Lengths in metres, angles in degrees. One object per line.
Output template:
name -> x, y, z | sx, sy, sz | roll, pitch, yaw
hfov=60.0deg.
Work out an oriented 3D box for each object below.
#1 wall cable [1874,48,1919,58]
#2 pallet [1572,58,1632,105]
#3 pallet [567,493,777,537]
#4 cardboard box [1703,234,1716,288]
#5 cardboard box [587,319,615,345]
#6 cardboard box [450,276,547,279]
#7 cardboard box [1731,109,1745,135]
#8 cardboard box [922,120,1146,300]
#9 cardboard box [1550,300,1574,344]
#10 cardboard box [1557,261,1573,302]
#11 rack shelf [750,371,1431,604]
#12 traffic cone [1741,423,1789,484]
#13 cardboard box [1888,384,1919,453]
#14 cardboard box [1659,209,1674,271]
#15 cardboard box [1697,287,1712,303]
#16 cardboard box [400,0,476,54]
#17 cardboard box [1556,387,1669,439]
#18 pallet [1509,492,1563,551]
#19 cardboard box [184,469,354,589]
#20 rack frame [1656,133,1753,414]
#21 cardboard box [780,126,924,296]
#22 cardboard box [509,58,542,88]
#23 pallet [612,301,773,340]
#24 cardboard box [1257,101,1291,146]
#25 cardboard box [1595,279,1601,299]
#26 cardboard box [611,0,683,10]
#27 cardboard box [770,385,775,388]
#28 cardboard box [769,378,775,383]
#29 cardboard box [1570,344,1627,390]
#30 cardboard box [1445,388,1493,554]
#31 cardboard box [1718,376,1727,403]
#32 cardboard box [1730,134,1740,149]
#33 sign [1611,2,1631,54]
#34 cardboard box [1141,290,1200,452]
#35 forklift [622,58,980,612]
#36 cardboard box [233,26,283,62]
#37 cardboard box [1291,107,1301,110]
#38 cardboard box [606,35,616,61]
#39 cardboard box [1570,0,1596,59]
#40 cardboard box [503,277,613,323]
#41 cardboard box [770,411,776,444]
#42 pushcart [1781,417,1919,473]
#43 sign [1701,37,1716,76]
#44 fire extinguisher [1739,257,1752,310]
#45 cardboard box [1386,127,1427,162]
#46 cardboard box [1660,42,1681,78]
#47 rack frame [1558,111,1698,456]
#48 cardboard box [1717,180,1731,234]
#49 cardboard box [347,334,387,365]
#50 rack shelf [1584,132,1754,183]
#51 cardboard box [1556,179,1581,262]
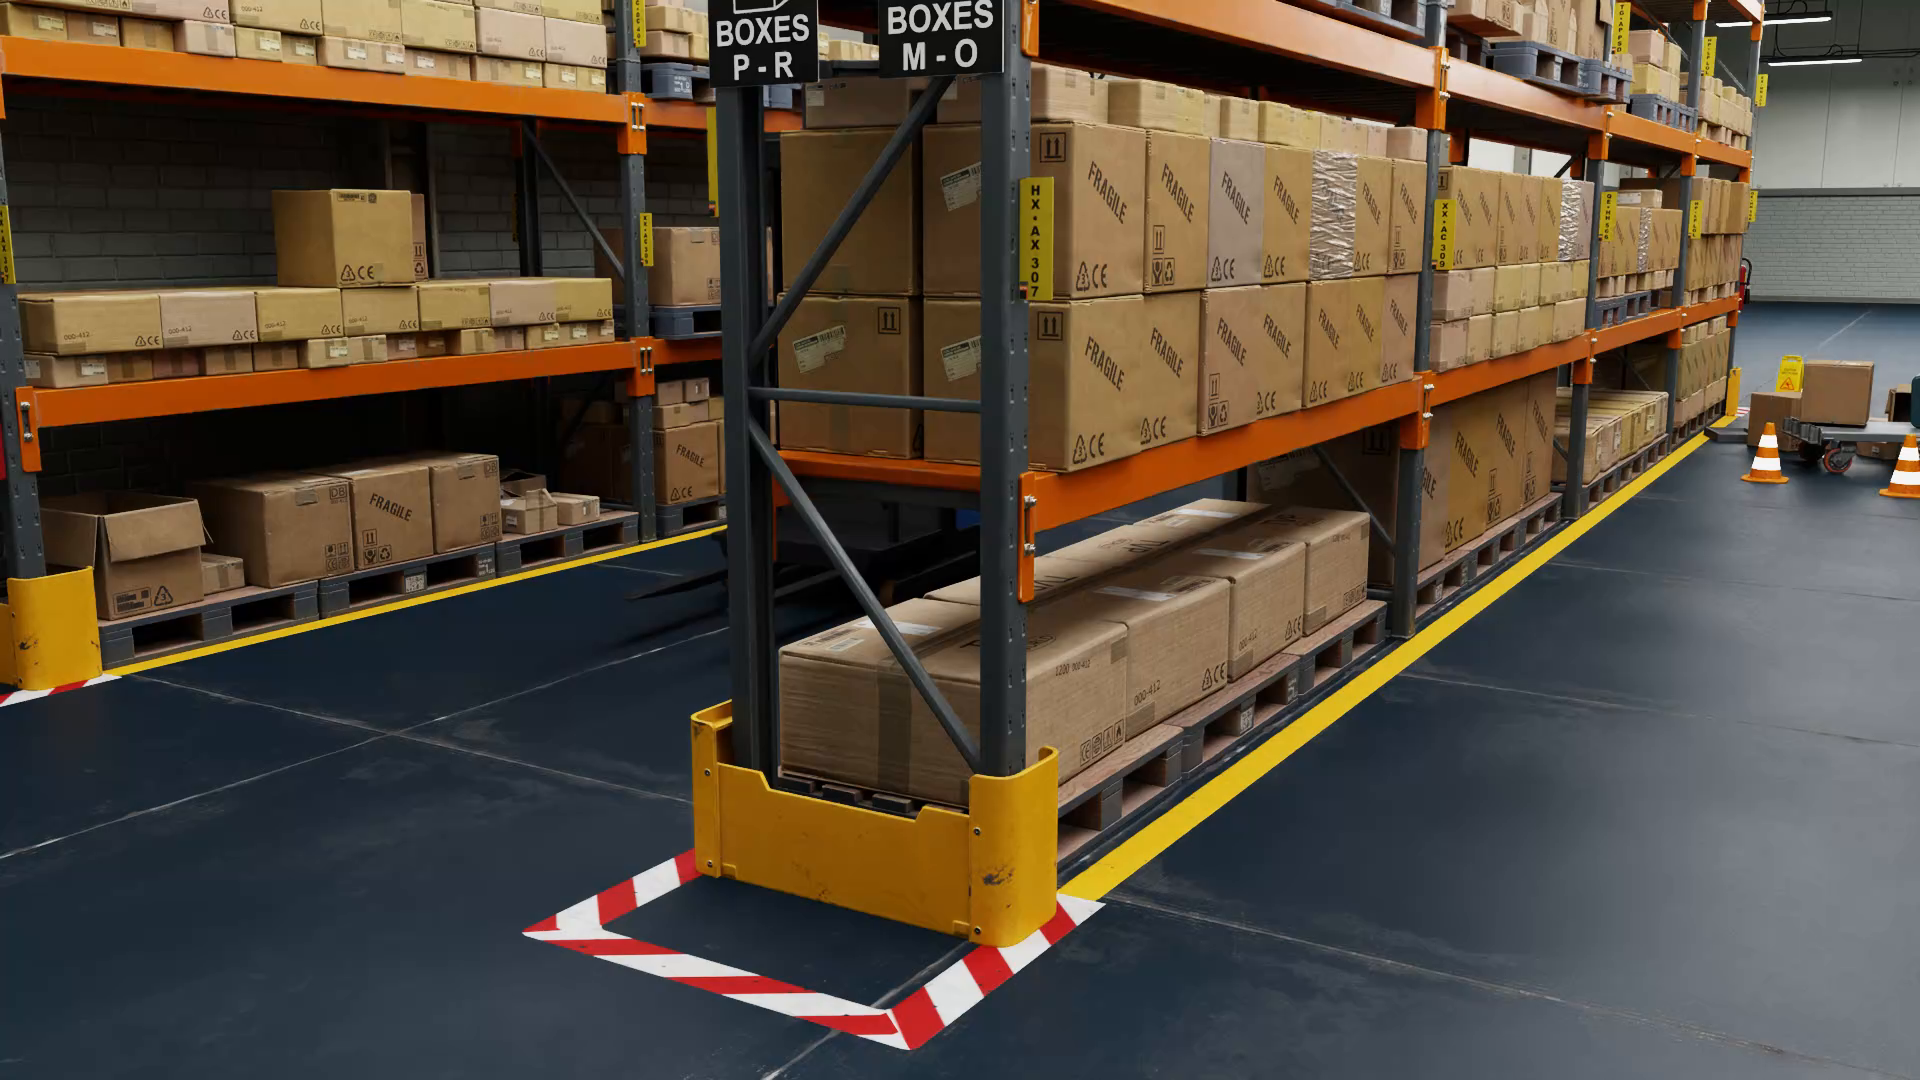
wall cable -> 25.858, -14.011, 43.605 | 3.097, 2.526, 0.112 | 6, 12, 31
pallet -> 3.599, -2.936, 10.760 | 1.213, 0.211, 1.003 | 7, 13, 33
pallet -> -2.043, -0.266, 11.716 | 1.003, 0.211, 1.213 | 6, 12, 31
cardboard box -> 6.944, -2.686, 15.987 | 0.500, 0.500, 0.500 | 6, 12, 30
cardboard box -> -2.382, -1.307, 10.383 | 0.380, 0.149, 0.250 | 7, 12, 31
cardboard box -> -2.920, -1.525, 10.465 | 0.500, 0.250, 0.500 | 6, 12, 30
cardboard box -> 7.733, -4.282, 17.035 | 0.500, 0.250, 0.500 | 6, 12, 30
cardboard box -> 0.228, -0.991, 5.023 | 0.500, 0.500, 0.500 | 6, 12, 29
cardboard box -> 3.596, -1.401, 10.606 | 0.500, 0.250, 0.500 | 7, 12, 32
cardboard box -> 3.591, -1.651, 10.586 | 0.500, 0.250, 0.500 | 6, 12, 29
rack shelf -> 0.773, -0.363, 6.613 | 1.077, 0.370, 4.000 | 6, 12, 31
traffic cone -> 6.518, -0.714, 13.425 | 0.336, 0.463, 0.334 | 6, 12, 31
cardboard box -> 8.815, -1.092, 14.967 | 0.797, 0.637, 0.503 | 6, 12, 31
cardboard box -> 5.665, -2.519, 13.950 | 0.500, 0.500, 0.500 | 6, 12, 31
cardboard box -> 7.075, -2.385, 16.141 | 0.380, 0.149, 0.250 | 6, 12, 31
cardboard box -> -3.006, -2.790, 9.067 | 0.500, 0.250, 0.500 | 7, 13, 32
cardboard box -> 5.695, -1.122, 14.709 | 0.950, 0.372, 0.625 | 7, 12, 31
pallet -> 3.415, -0.173, 11.220 | 1.003, 0.211, 1.213 | 6, 12, 31
cardboard box -> -3.634, -0.072, 8.751 | 0.700, 0.500, 0.500 | 7, 13, 33
rack frame -> 8.042, -2.919, 18.308 | 1.000, 3.000, 0.127 | 6, 12, 31
cardboard box -> -0.218, -1.042, 5.292 | 0.500, 0.500, 0.500 | 7, 13, 33
cardboard box -> -2.643, -2.692, 9.626 | 0.380, 0.149, 0.250 | 7, 13, 33
pallet -> -1.924, -1.526, 11.390 | 1.003, 0.211, 1.213 | 6, 12, 31
cardboard box -> 0.997, -1.531, 6.144 | 0.380, 0.149, 0.250 | 6, 12, 29
cardboard box -> 4.391, -1.818, 11.970 | 0.380, 0.149, 0.250 | 6, 12, 27
cardboard box -> -1.978, -3.475, 10.465 | 0.396, 0.266, 0.258 | 6, 12, 30
cardboard box -> -1.395, -1.044, 12.183 | 0.380, 0.149, 0.250 | 7, 13, 33
cardboard box -> -1.519, -1.170, 12.856 | 0.380, 0.149, 0.250 | 6, 12, 31
cardboard box -> 6.043, -1.632, 15.727 | 0.500, 0.500, 0.500 | 6, 12, 30
cardboard box -> 2.527, -0.441, 9.708 | 0.875, 0.875, 0.875 | 7, 13, 32
cardboard box -> 7.840, -1.617, 17.685 | 0.500, 0.250, 0.500 | 6, 12, 30
cardboard box -> 7.827, -4.106, 17.181 | 0.380, 0.149, 0.250 | 7, 13, 32
sign -> 4.358, -3.374, 10.966 | 0.100, 0.325, 0.005 | 6, 12, 31
cardboard box -> 0.468, -0.582, 5.553 | 0.500, 0.500, 0.500 | 6, 12, 30
forklift -> -0.675, -1.159, 9.094 | 1.130, 2.935, 3.031 | 5, 12, 26
cardboard box -> -3.537, -2.409, 8.113 | 0.380, 0.149, 0.250 | 6, 12, 31
cardboard box -> 3.776, -5.079, 20.008 | 0.500, 0.500, 0.500 | 7, 13, 33
cardboard box -> -2.334, -3.166, 10.746 | 0.380, 0.149, 0.250 | 6, 12, 31
cardboard box -> 3.537, -3.217, 10.335 | 0.700, 0.500, 0.500 | 6, 12, 28
cardboard box -> -2.489, -1.474, 10.191 | 0.500, 0.250, 0.500 | 7, 13, 32
cardboard box -> -1.458, -0.700, 12.109 | 0.500, 0.500, 0.500 | 6, 12, 29
pushcart -> 7.940, -0.791, 14.067 | 1.648, 0.377, 0.936 | 2, 11, 11
sign -> 6.441, -4.159, 14.307 | 0.100, 0.325, 0.005 | 6, 12, 31
fire extinguisher -> 8.495, -2.855, 18.176 | 0.296, 0.674, 0.183 | 6, 12, 31
cardboard box -> 1.924, -1.812, 7.645 | 0.380, 0.149, 0.250 | 6, 12, 30
cardboard box -> 5.773, -4.039, 14.048 | 0.500, 0.250, 0.500 | 7, 13, 32
rack frame -> 5.965, -2.290, 14.947 | 1.000, 3.000, 0.127 | 6, 12, 31
cardboard box -> 6.947, -3.180, 15.904 | 0.700, 0.500, 0.500 | 6, 12, 29
cardboard box -> -3.274, -1.019, 8.844 | 0.380, 0.149, 0.250 | 7, 13, 32
rack shelf -> 7.003, -3.725, 16.418 | 1.077, 0.370, 4.000 | 6, 12, 31
cardboard box -> 3.584, -2.013, 10.483 | 0.500, 0.500, 0.500 | 7, 12, 32
